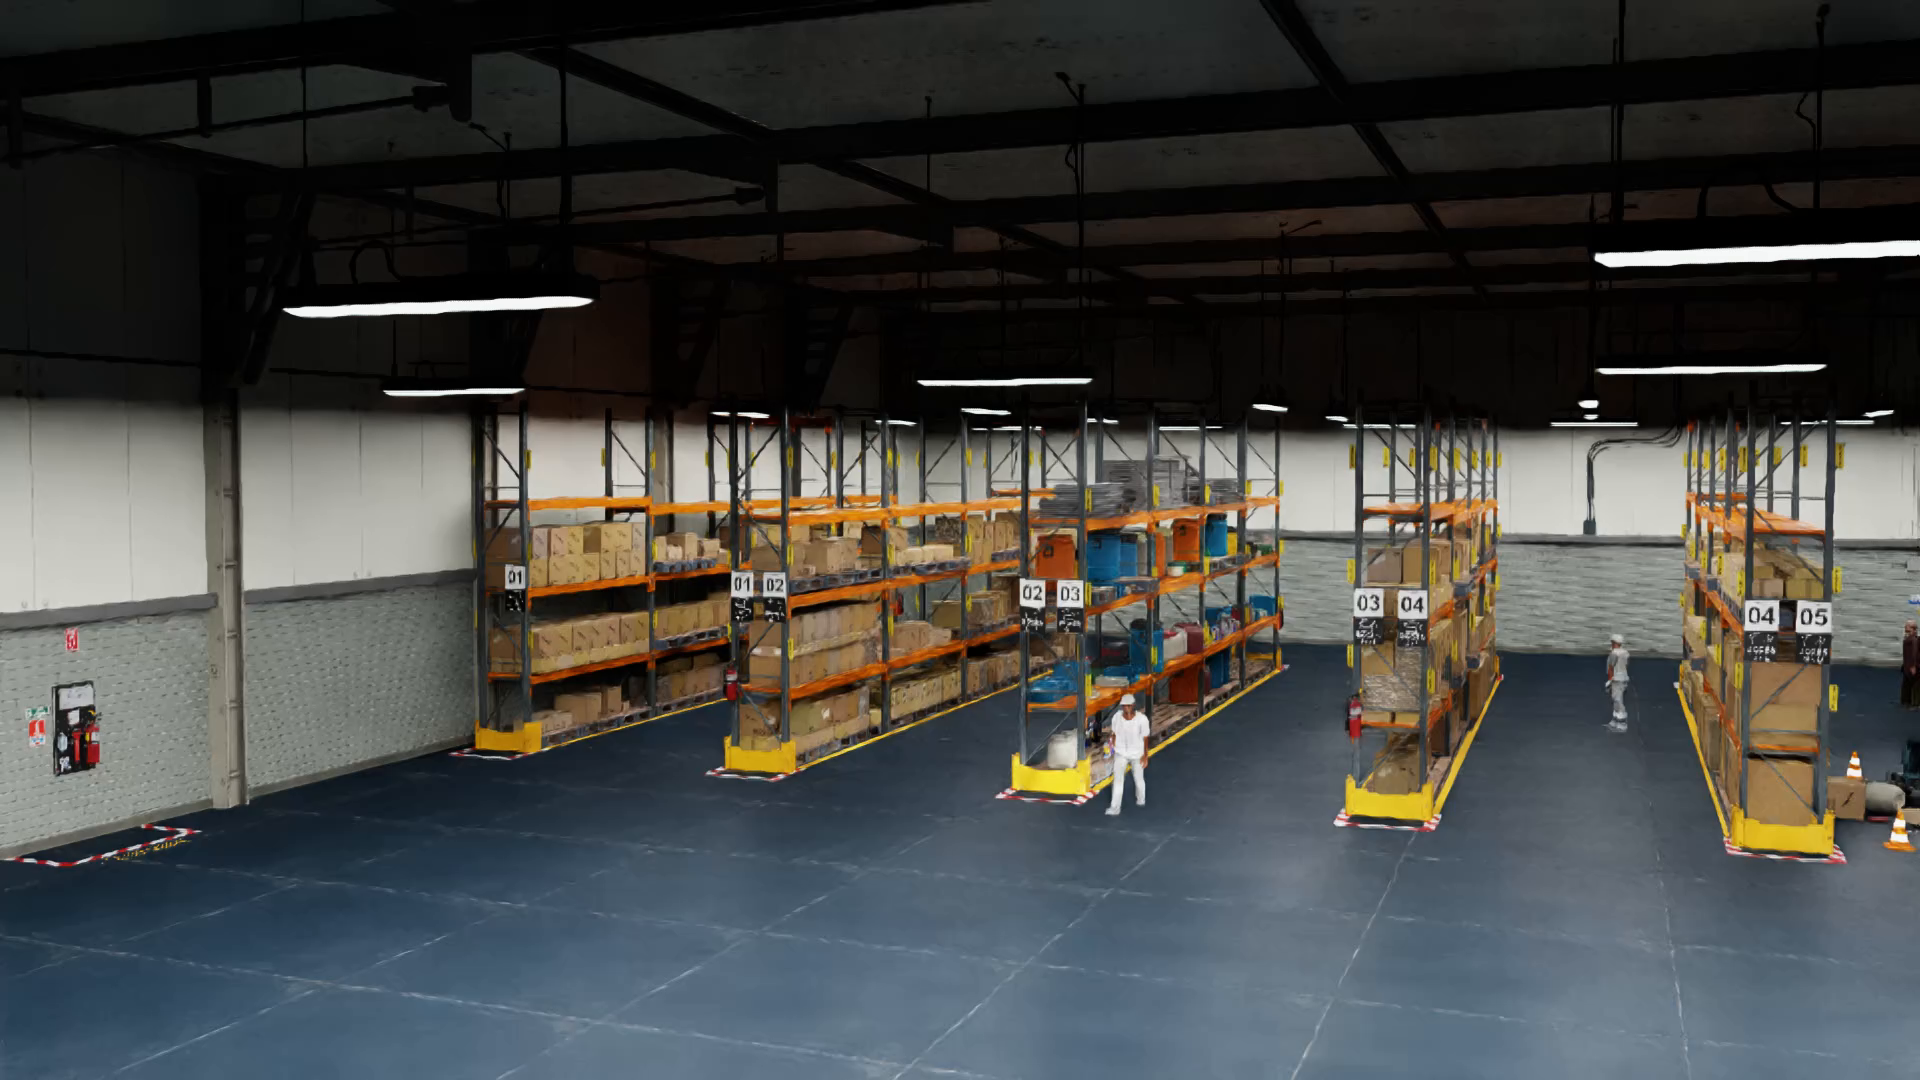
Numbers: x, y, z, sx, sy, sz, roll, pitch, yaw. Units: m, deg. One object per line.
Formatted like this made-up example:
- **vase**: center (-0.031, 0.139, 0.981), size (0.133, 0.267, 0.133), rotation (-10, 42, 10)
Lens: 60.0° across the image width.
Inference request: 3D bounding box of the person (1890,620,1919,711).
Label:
- **person**: center (18.897, 2.535, 33.123), size (0.585, 1.668, 0.757), rotation (1, 3, 22)

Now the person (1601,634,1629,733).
- **person**: center (12.034, 2.610, 30.530), size (0.581, 1.785, 0.664), rotation (3, 4, 45)

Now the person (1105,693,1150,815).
- **person**: center (2.398, 3.001, 23.510), size (0.575, 1.689, 1.128), rotation (1, 3, 19)
